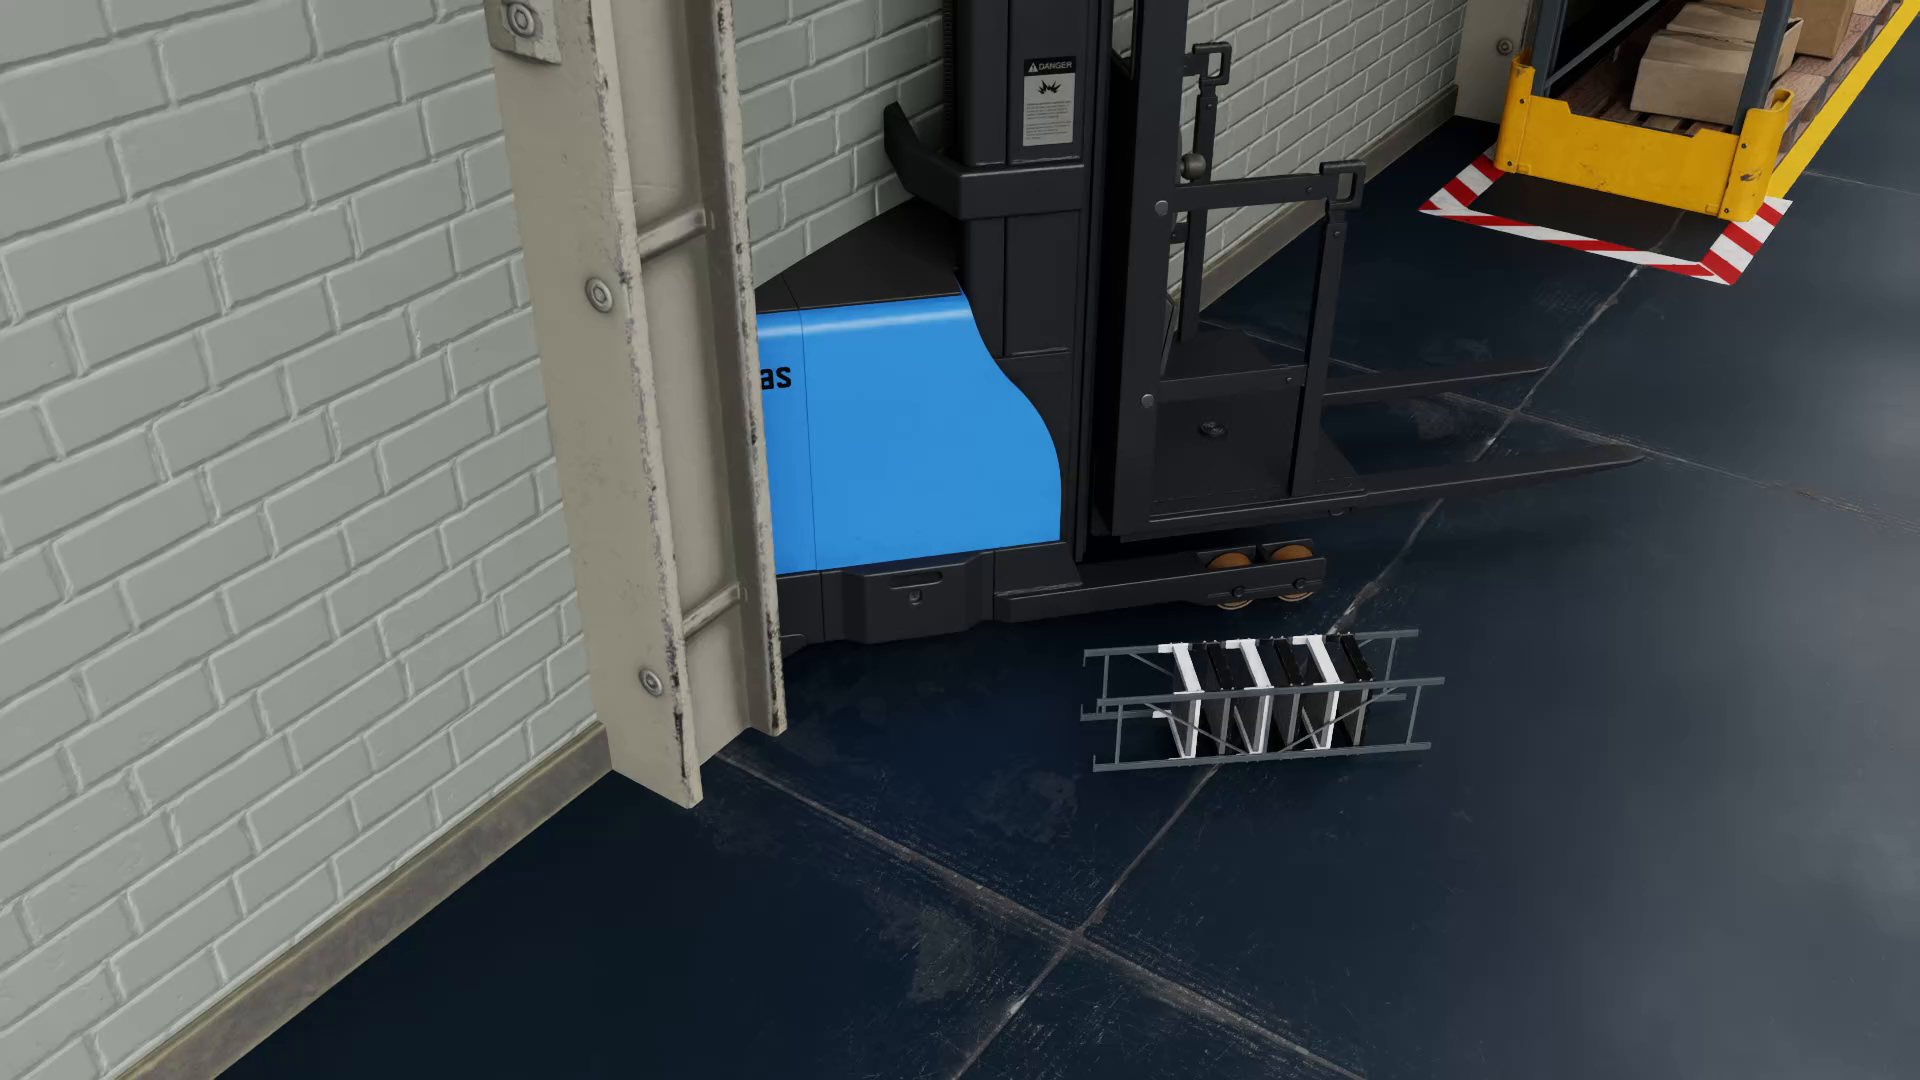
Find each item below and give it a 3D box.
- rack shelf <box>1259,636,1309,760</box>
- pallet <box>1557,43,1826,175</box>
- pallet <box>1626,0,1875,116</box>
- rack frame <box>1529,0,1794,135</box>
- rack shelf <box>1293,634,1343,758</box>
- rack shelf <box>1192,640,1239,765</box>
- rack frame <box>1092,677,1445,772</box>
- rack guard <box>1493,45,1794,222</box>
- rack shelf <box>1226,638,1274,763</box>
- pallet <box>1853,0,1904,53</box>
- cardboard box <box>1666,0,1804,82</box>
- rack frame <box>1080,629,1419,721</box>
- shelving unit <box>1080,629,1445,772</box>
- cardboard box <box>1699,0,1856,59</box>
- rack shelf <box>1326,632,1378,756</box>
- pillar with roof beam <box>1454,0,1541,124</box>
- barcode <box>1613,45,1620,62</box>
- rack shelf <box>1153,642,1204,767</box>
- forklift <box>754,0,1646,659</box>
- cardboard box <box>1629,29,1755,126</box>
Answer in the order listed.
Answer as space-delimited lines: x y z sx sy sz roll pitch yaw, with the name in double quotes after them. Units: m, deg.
0.838 0.416 4.373 0.077 0.258 0.200 -3 34 -5 "rack shelf"
3.566 -2.102 8.169 1.003 0.211 1.213 21 39 28 "pallet"
4.262 -2.661 8.996 1.003 0.211 1.213 21 39 28 "pallet"
3.030 -2.859 6.800 1.000 3.000 0.127 21 39 28 "rack frame"
0.927 0.411 4.380 0.077 0.258 0.200 -3 34 -5 "rack shelf"
0.659 0.426 4.358 0.077 0.258 0.200 -3 34 -5 "rack shelf"
0.792 0.476 4.284 0.900 0.240 0.006 -3 34 -5 "rack frame"
3.074 -1.859 7.552 1.175 0.500 0.348 21 39 28 "rack guard"
0.748 0.421 4.365 0.077 0.258 0.200 -3 34 -5 "rack shelf"
4.957 -3.224 9.830 1.003 0.211 1.213 21 39 28 "pallet"
3.824 -2.480 8.247 0.500 0.311 0.500 25 41 32 "cardboard box"
0.771 0.362 4.452 0.900 0.240 0.006 -3 34 -5 "rack frame"
0.782 0.419 4.368 0.900 0.258 0.210 -3 34 -5 "shelving unit"
4.283 -2.880 8.669 0.700 0.500 0.500 19 38 25 "cardboard box"
1.017 0.406 4.387 0.077 0.258 0.200 -3 34 -5 "rack shelf"
6.255 -4.568 3.971 9.100 9.000 0.400 21 39 28 "pillar with roof beam"
3.180 -2.357 8.057 0.001 0.075 0.075 21 39 28 "barcode"
0.569 0.431 4.350 0.077 0.258 0.200 -3 34 -5 "rack shelf"
0.613 -1.290 4.541 3.031 2.935 1.130 -7 35 -10 "forklift"
3.499 -2.217 7.859 0.500 0.311 0.500 17 37 23 "cardboard box"
